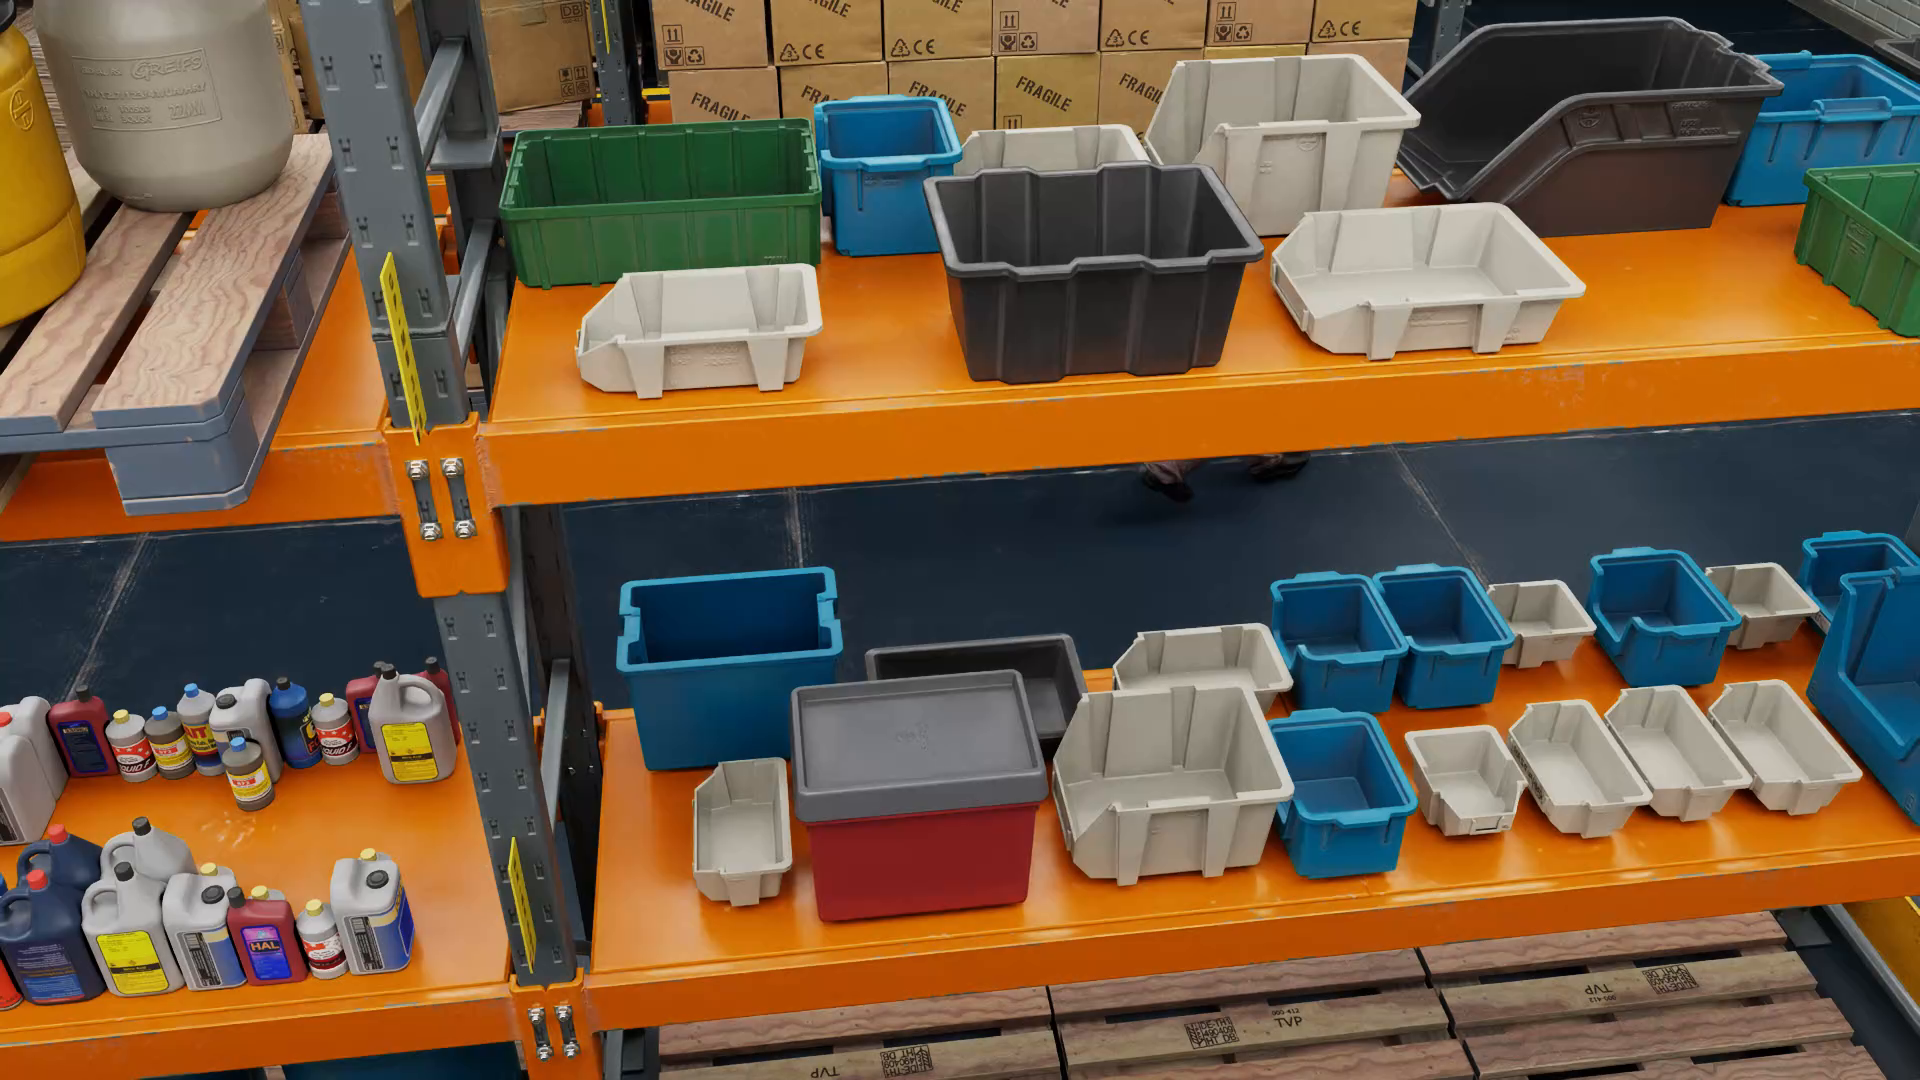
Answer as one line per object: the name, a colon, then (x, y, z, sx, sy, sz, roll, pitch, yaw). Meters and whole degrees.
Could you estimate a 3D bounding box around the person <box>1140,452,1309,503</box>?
person: (1.267, -0.925, 7.512, 0.955, 1.690, 0.531, -10, 36, -14)
